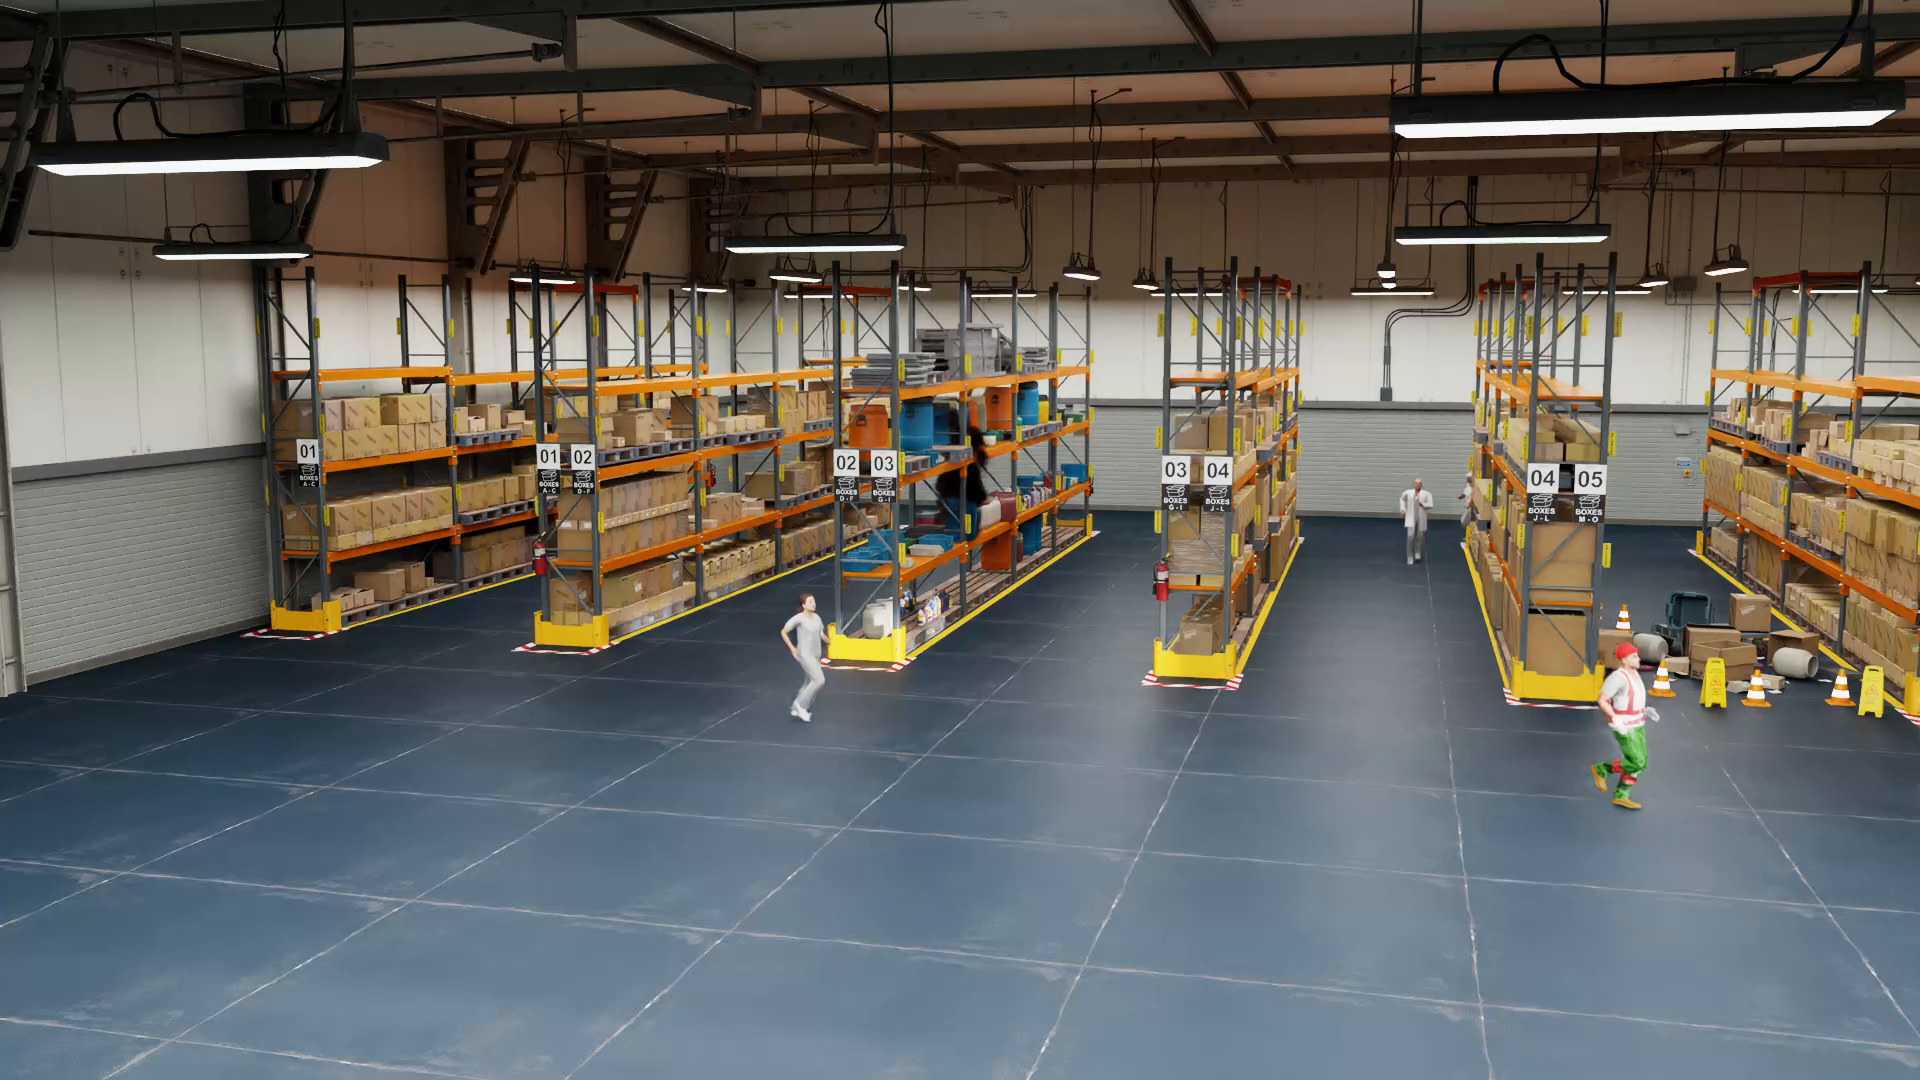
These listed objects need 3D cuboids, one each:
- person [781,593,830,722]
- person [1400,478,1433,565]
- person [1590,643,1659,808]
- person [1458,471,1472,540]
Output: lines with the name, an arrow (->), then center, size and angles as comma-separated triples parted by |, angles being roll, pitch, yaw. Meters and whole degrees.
person -> -1.909, 1.491, 21.179 | 0.643, 1.640, 0.537 | 5, 9, 34
person -> 9.785, -0.404, 35.684 | 0.676, 1.847, 0.861 | 2, 7, 12
person -> 6.977, 1.940, 17.448 | 0.658, 1.738, 0.601 | -7, 10, -43
person -> 12.069, -0.800, 39.223 | 0.592, 1.676, 0.730 | 1, 7, 8
